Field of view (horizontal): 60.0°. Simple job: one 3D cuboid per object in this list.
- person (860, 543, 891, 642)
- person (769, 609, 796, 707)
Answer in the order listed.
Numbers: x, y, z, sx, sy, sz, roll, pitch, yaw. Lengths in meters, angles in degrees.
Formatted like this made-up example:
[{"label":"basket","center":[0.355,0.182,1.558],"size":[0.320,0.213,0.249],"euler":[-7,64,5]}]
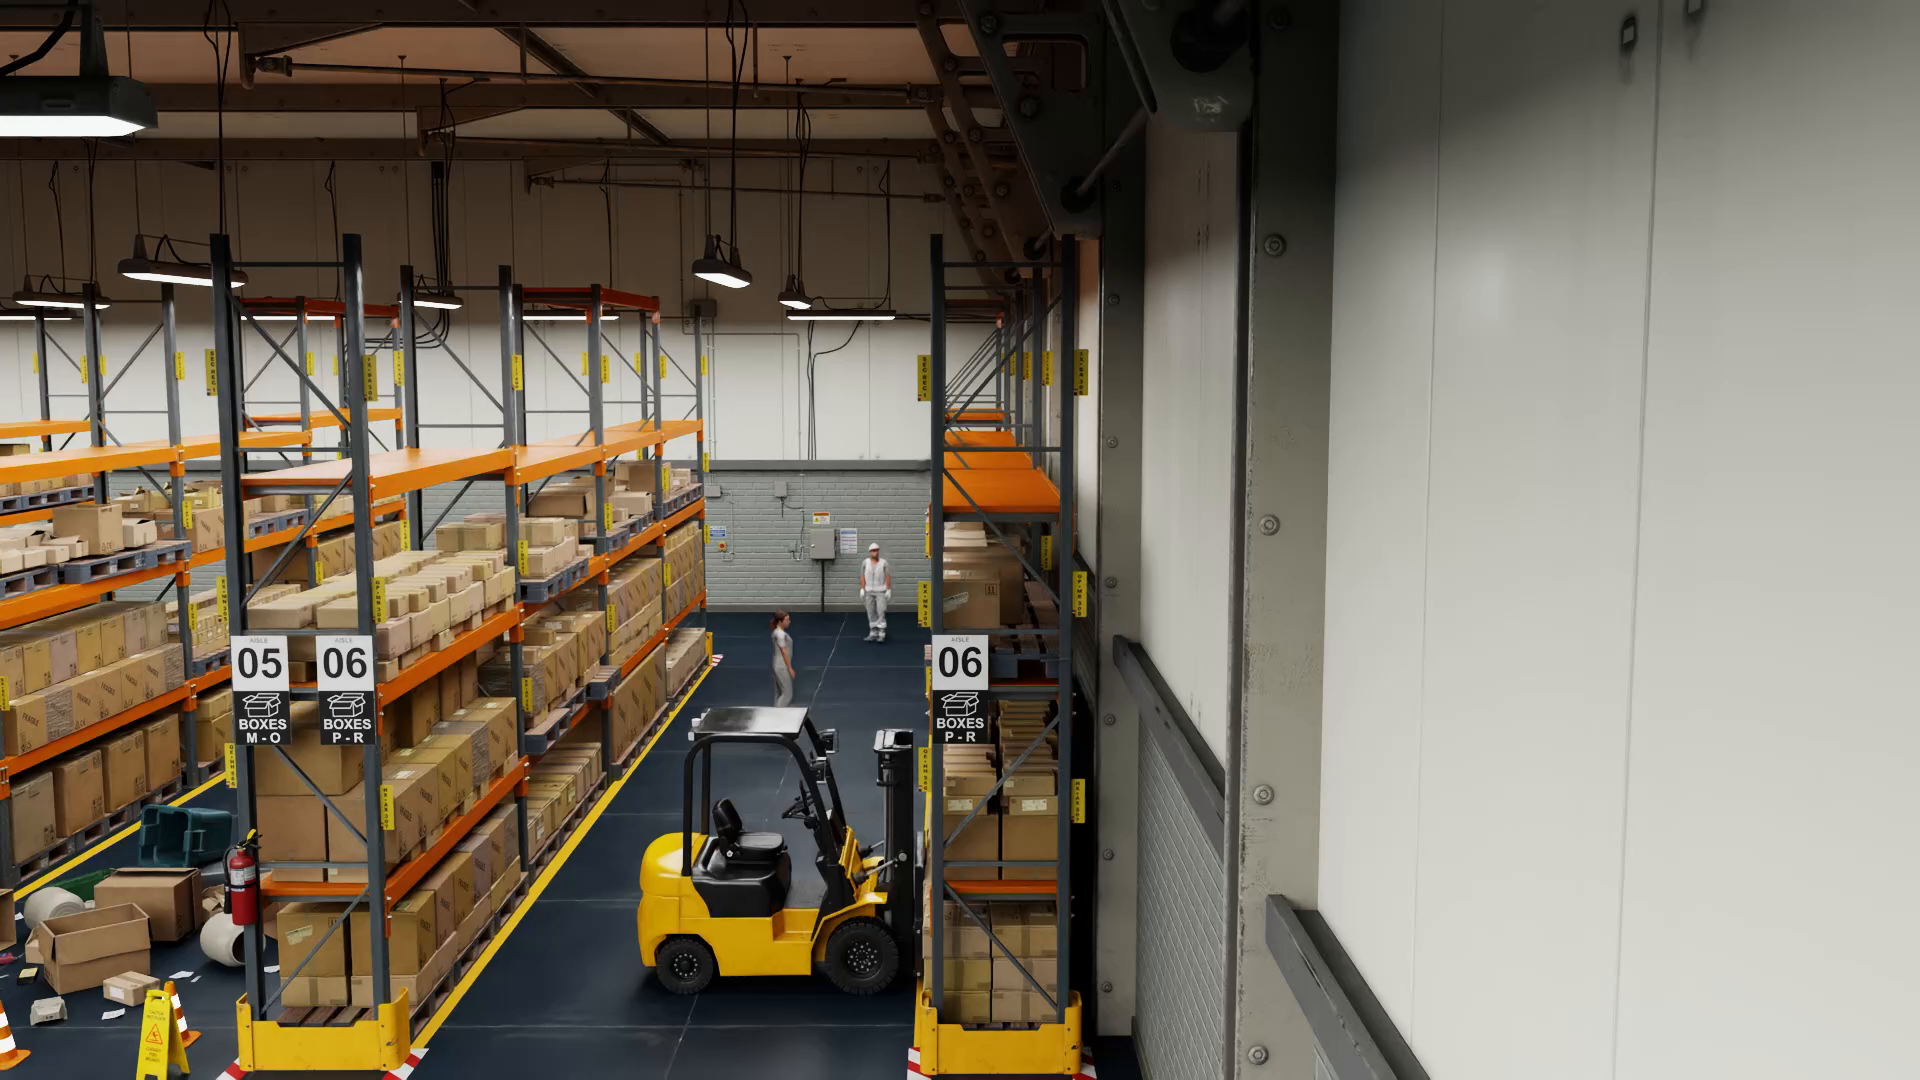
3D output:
[{"label":"person","center":[-1.533,0.952,30.101],"size":[0.550,1.799,0.384],"euler":[3,7,23]},{"label":"person","center":[-2.475,1.792,22.950],"size":[0.414,1.686,0.491],"euler":[-2,7,-14]}]
